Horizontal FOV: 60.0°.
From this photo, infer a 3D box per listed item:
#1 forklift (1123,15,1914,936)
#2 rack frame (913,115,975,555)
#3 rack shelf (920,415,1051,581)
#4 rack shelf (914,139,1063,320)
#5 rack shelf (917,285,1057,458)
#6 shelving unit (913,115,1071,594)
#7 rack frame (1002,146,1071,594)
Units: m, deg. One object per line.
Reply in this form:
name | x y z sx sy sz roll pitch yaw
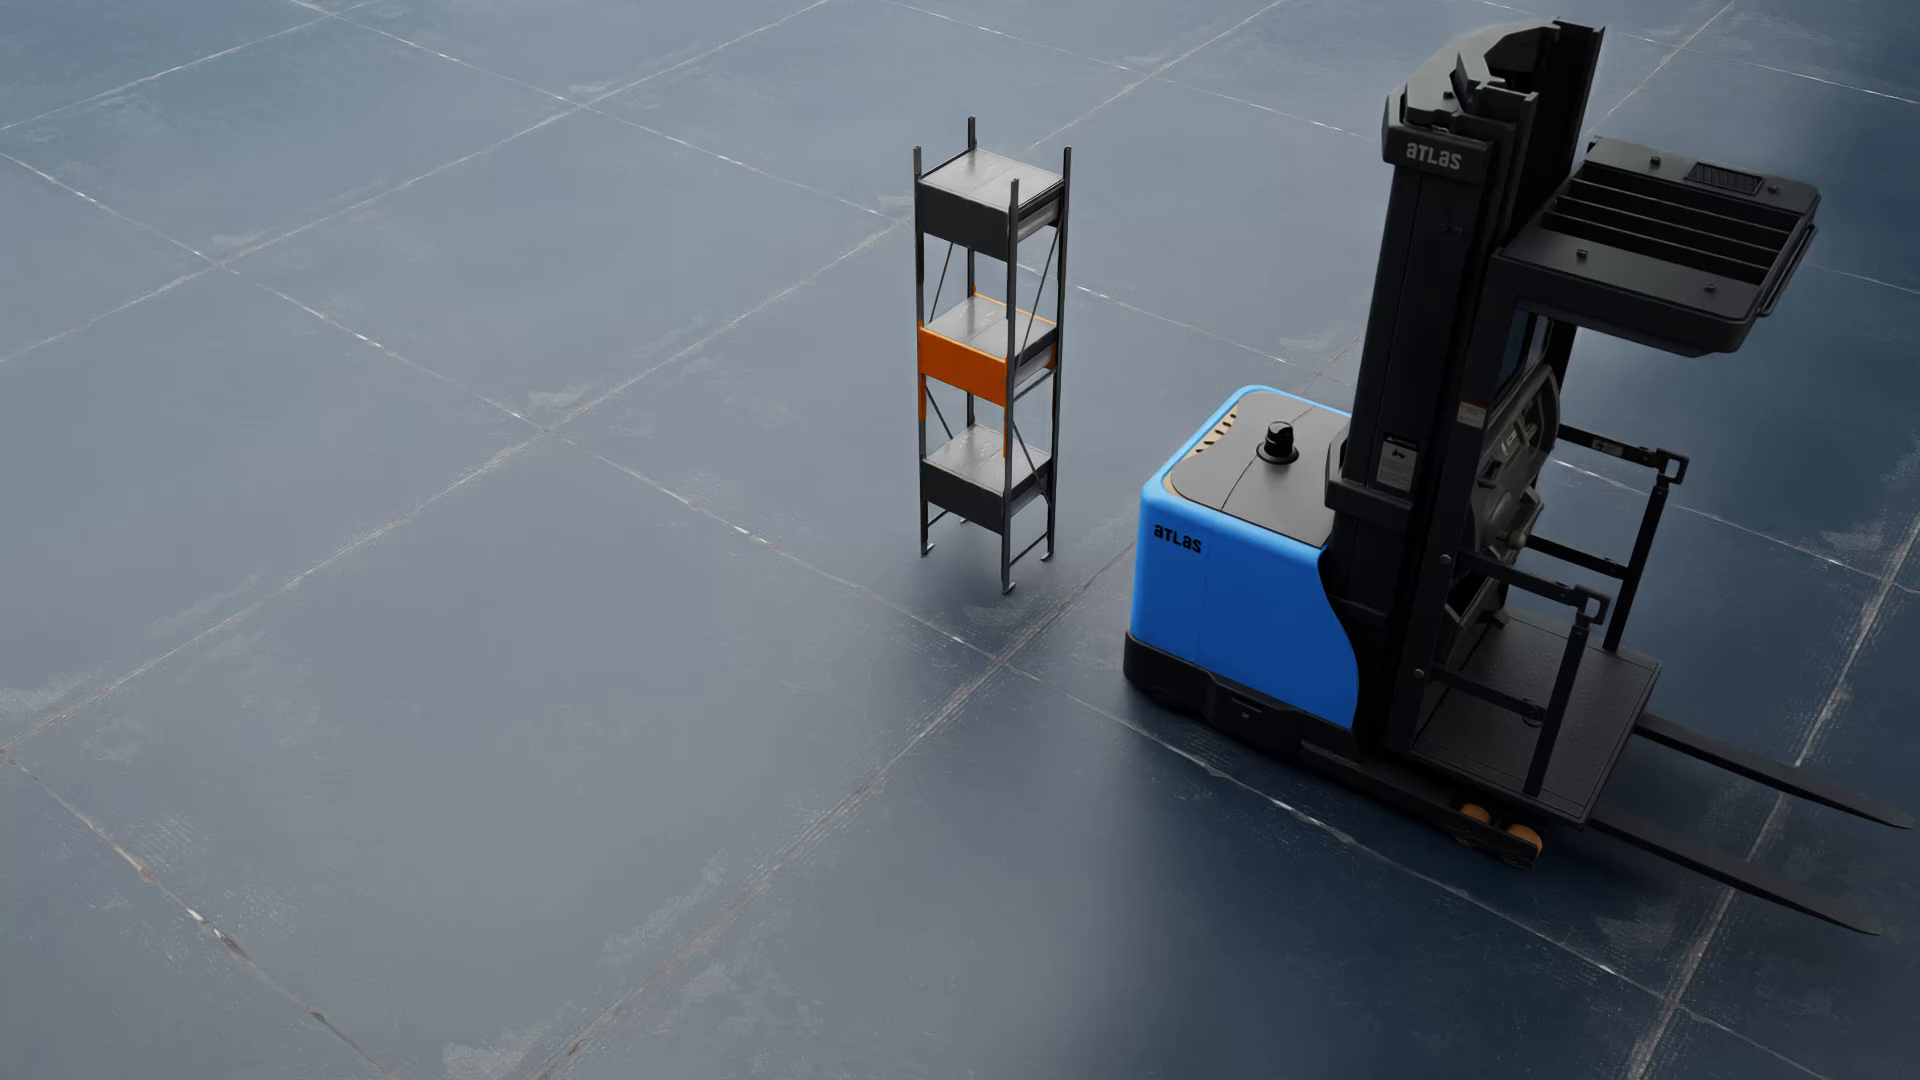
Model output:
forklift | 2.220 -0.256 6.060 3.031 2.935 1.130 22 43 26
rack frame | -0.062 -0.856 7.501 0.015 2.100 0.400 25 45 29
rack shelf | 0.131 -0.203 7.824 0.480 0.518 0.431 25 45 29
rack shelf | 0.131 -1.305 6.961 0.480 0.518 0.431 25 45 29
rack shelf | 0.131 -0.754 7.393 0.480 0.518 0.431 25 45 29
shelving unit | 0.131 -0.765 7.384 0.503 2.100 0.431 25 45 29
rack frame | 0.325 -0.673 7.268 0.015 2.100 0.400 25 45 29
